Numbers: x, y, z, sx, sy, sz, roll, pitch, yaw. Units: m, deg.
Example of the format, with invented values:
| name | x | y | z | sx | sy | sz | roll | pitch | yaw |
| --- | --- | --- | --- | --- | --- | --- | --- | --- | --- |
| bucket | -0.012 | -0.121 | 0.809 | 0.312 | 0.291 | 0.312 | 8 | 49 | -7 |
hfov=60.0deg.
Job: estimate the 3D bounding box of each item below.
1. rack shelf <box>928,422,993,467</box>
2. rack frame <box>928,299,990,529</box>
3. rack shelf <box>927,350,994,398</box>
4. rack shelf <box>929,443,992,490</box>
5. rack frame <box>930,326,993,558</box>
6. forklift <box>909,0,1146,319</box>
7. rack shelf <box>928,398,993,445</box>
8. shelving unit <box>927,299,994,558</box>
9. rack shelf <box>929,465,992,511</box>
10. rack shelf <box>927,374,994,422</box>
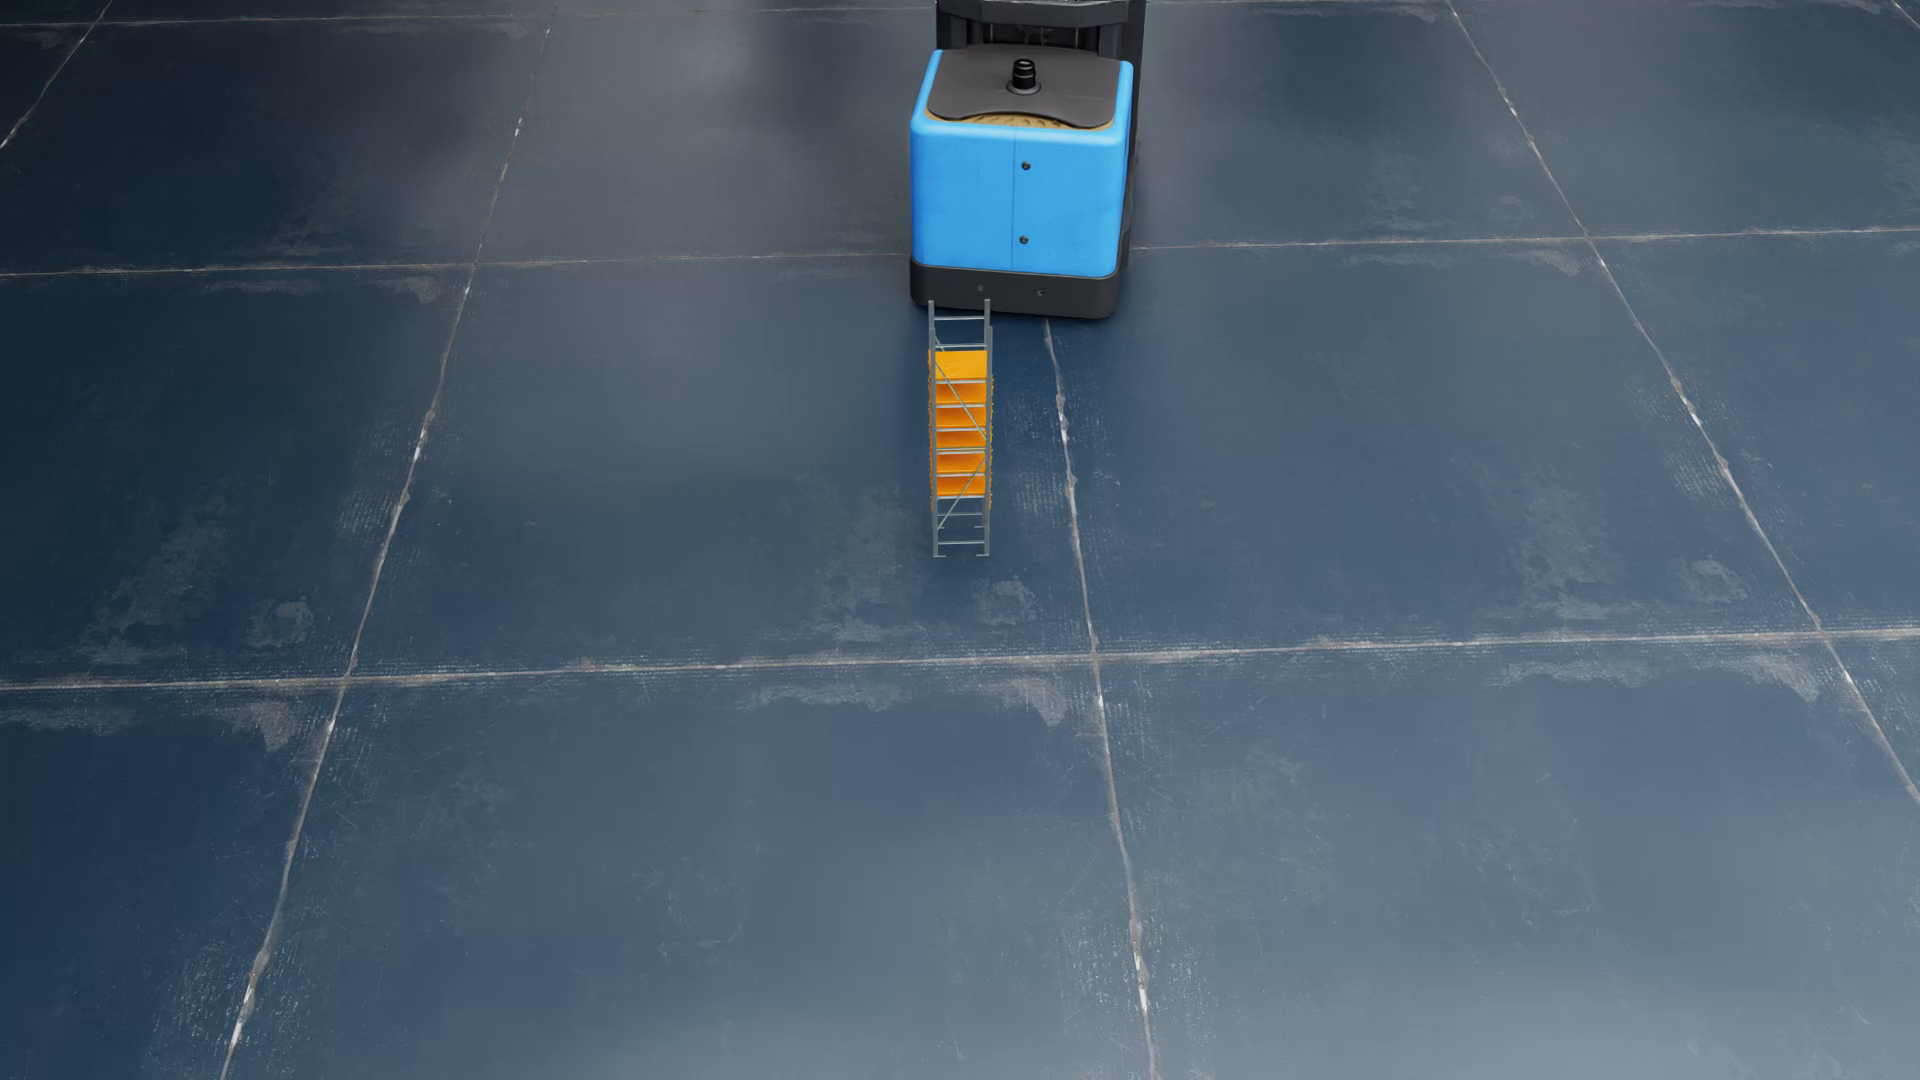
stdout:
| name | x | y | z | sx | sy | sz | roll | pitch | yaw |
| --- | --- | --- | --- | --- | --- | --- | --- | --- | --- |
| rack shelf | 0.001 | -0.400 | 6.864 | 0.258 | 0.103 | 0.180 | -2 | 43 | -2 |
| rack frame | -0.003 | -0.494 | 6.901 | 0.240 | 1.200 | 0.006 | -2 | 43 | -2 |
| rack shelf | 0.001 | -0.665 | 6.621 | 0.258 | 0.103 | 0.180 | -2 | 43 | -2 |
| rack shelf | 0.001 | -0.311 | 6.945 | 0.258 | 0.103 | 0.180 | -2 | 43 | -2 |
| rack frame | 0.005 | -0.371 | 6.767 | 0.240 | 1.200 | 0.006 | -2 | 43 | -2 |
| forklift | 0.451 | -3.191 | 8.562 | 1.130 | 2.935 | 3.031 | 5 | 43 | 6 |
| rack shelf | 0.001 | -0.488 | 6.783 | 0.258 | 0.103 | 0.180 | -2 | 43 | -2 |
| shelving unit | 0.001 | -0.433 | 6.834 | 0.258 | 1.200 | 0.189 | -2 | 43 | -2 |
| rack shelf | 0.001 | -0.223 | 7.026 | 0.258 | 0.103 | 0.180 | -2 | 43 | -2 |
| rack shelf | 0.001 | -0.577 | 6.702 | 0.258 | 0.103 | 0.180 | -2 | 43 | -2 |
